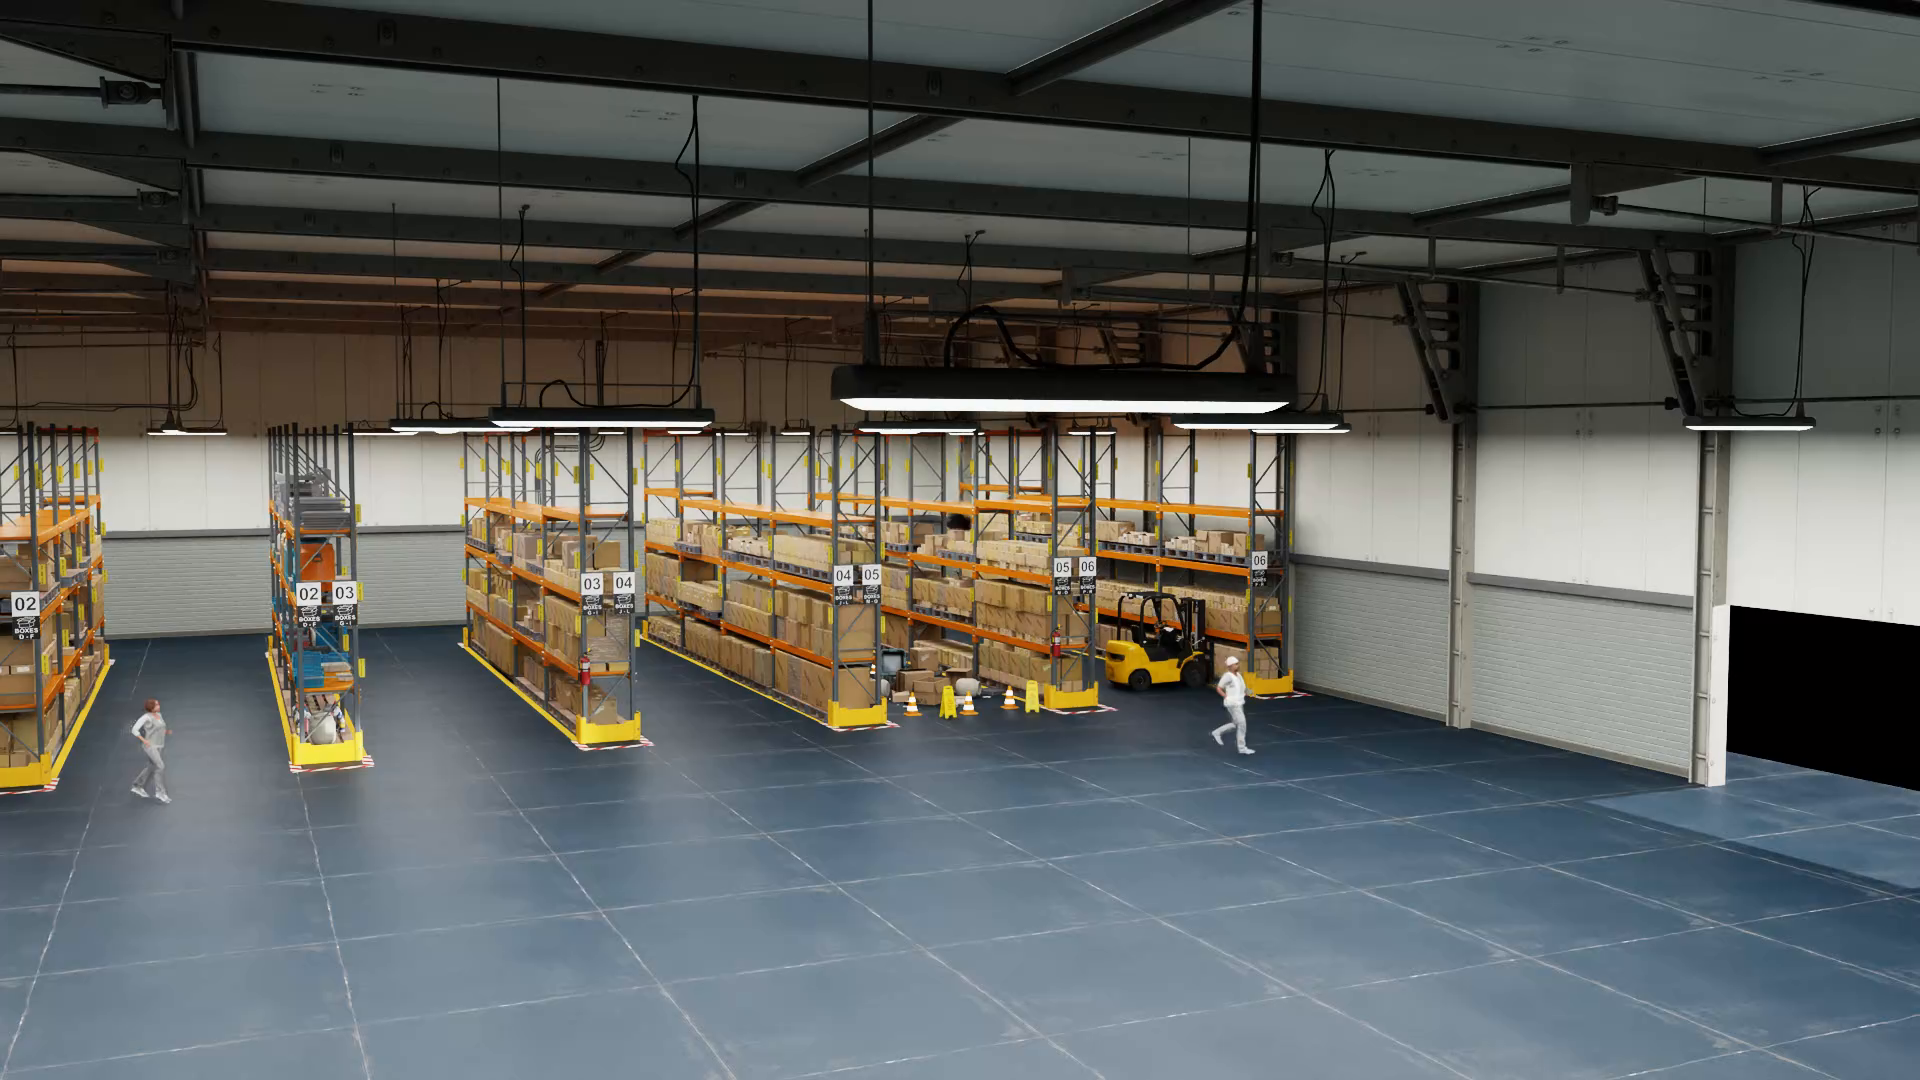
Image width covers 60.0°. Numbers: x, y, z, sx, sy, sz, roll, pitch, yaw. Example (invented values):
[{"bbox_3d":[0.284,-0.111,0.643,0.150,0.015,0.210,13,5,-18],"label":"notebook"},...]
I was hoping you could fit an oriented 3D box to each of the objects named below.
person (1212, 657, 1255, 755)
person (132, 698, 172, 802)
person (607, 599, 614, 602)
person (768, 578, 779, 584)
[{"bbox_3d":[4.964,2.997,30.227,0.886,1.757,0.698,2,4,31],"label":"person"},{"bbox_3d":[-12.769,3.318,26.227,0.670,1.651,0.543,0,3,0],"label":"person"},{"bbox_3d":[-10.144,2.010,46.964,0.786,1.691,0.701,1,4,20],"label":"person"},{"bbox_3d":[-5.759,1.765,50.715,0.575,1.723,0.670,-2,4,-28],"label":"person"}]
